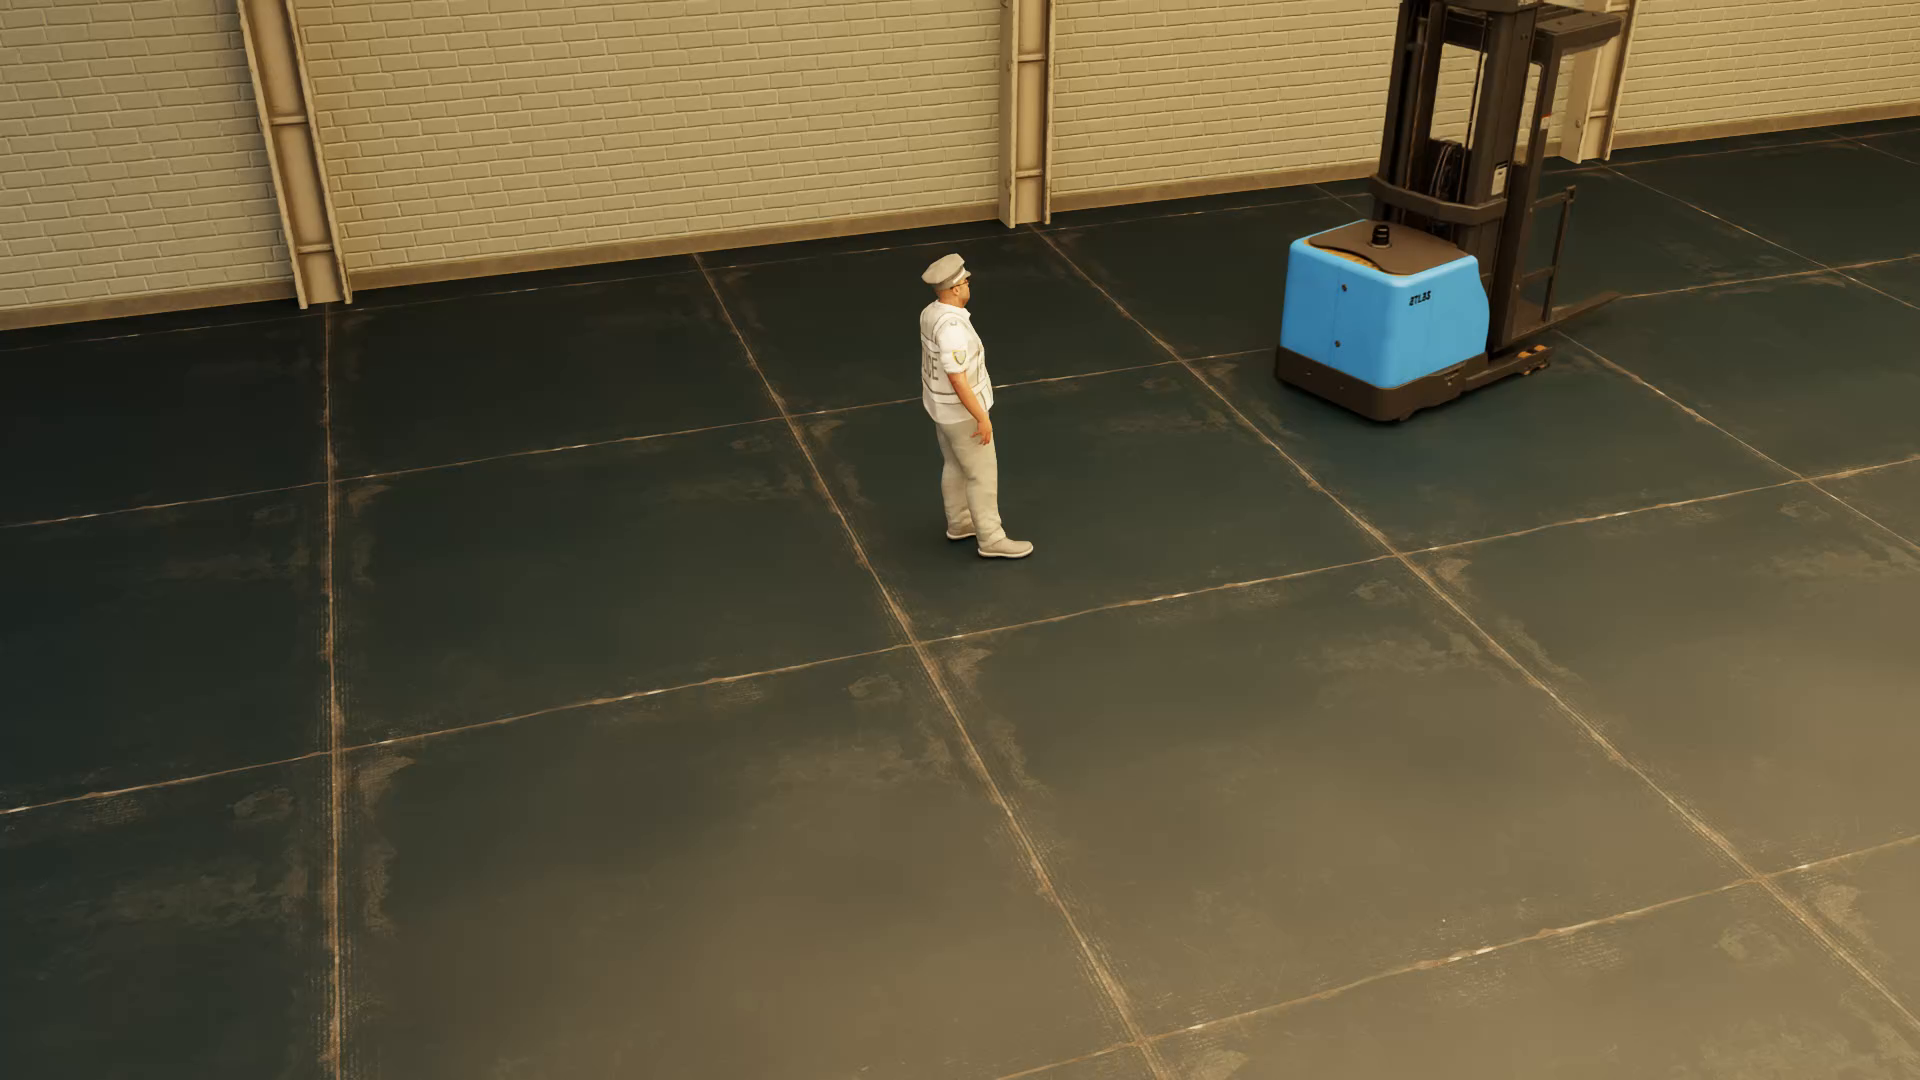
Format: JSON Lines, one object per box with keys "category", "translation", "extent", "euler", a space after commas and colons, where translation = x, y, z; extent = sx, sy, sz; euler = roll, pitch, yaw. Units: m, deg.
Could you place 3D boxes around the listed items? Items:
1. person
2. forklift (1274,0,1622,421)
{"category": "person", "translation": [0.077, -0.785, 9.590], "extent": [0.575, 1.781, 0.640], "euler": [-10, 31, -16]}
{"category": "forklift", "translation": [3.735, -2.662, 11.713], "extent": [3.031, 2.935, 1.130], "euler": [-21, 36, -32]}
